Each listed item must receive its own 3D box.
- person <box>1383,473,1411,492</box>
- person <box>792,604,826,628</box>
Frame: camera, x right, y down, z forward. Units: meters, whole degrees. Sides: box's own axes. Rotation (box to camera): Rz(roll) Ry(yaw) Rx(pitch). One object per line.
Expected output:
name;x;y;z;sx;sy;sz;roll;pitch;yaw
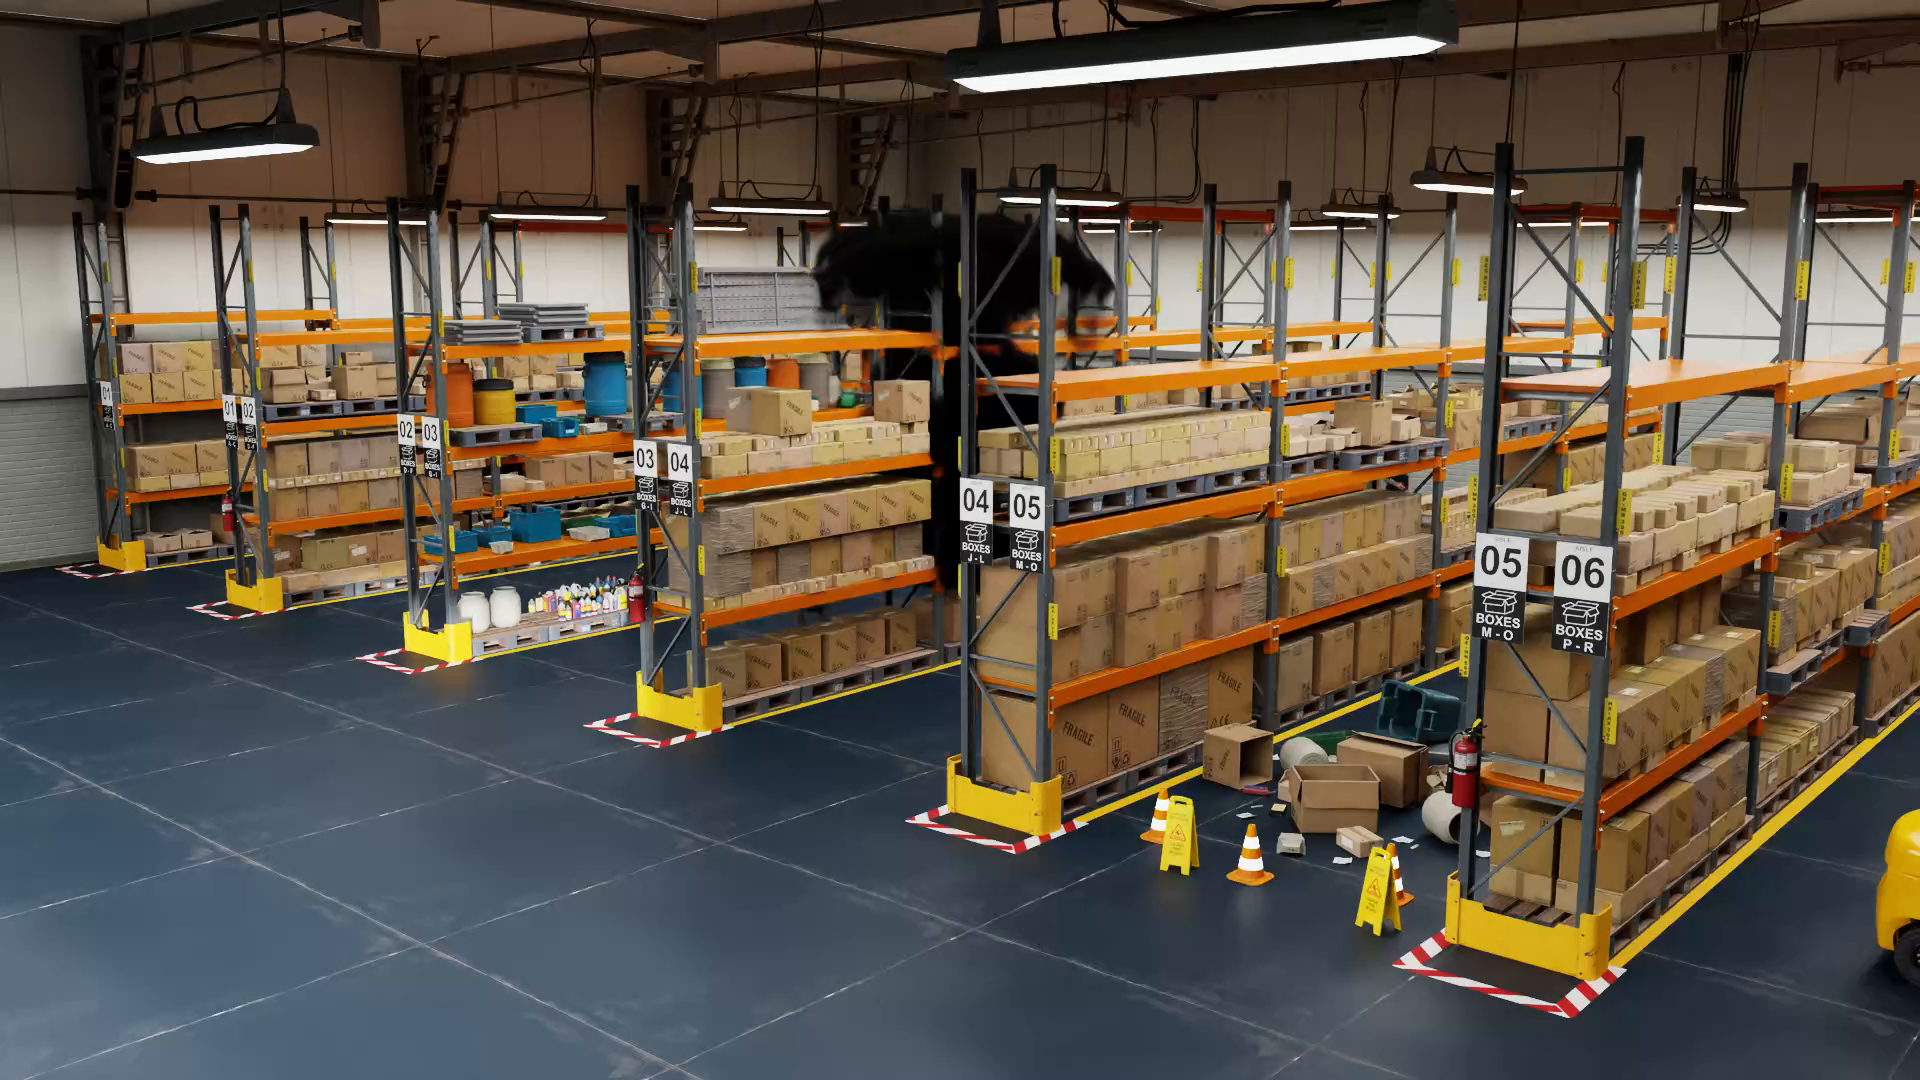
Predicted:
person;8.297;-0.891;31.523;0.668;1.735;0.690;-4;10;-23
person;-2.178;0.547;23.233;0.598;1.616;0.672;7;12;35
